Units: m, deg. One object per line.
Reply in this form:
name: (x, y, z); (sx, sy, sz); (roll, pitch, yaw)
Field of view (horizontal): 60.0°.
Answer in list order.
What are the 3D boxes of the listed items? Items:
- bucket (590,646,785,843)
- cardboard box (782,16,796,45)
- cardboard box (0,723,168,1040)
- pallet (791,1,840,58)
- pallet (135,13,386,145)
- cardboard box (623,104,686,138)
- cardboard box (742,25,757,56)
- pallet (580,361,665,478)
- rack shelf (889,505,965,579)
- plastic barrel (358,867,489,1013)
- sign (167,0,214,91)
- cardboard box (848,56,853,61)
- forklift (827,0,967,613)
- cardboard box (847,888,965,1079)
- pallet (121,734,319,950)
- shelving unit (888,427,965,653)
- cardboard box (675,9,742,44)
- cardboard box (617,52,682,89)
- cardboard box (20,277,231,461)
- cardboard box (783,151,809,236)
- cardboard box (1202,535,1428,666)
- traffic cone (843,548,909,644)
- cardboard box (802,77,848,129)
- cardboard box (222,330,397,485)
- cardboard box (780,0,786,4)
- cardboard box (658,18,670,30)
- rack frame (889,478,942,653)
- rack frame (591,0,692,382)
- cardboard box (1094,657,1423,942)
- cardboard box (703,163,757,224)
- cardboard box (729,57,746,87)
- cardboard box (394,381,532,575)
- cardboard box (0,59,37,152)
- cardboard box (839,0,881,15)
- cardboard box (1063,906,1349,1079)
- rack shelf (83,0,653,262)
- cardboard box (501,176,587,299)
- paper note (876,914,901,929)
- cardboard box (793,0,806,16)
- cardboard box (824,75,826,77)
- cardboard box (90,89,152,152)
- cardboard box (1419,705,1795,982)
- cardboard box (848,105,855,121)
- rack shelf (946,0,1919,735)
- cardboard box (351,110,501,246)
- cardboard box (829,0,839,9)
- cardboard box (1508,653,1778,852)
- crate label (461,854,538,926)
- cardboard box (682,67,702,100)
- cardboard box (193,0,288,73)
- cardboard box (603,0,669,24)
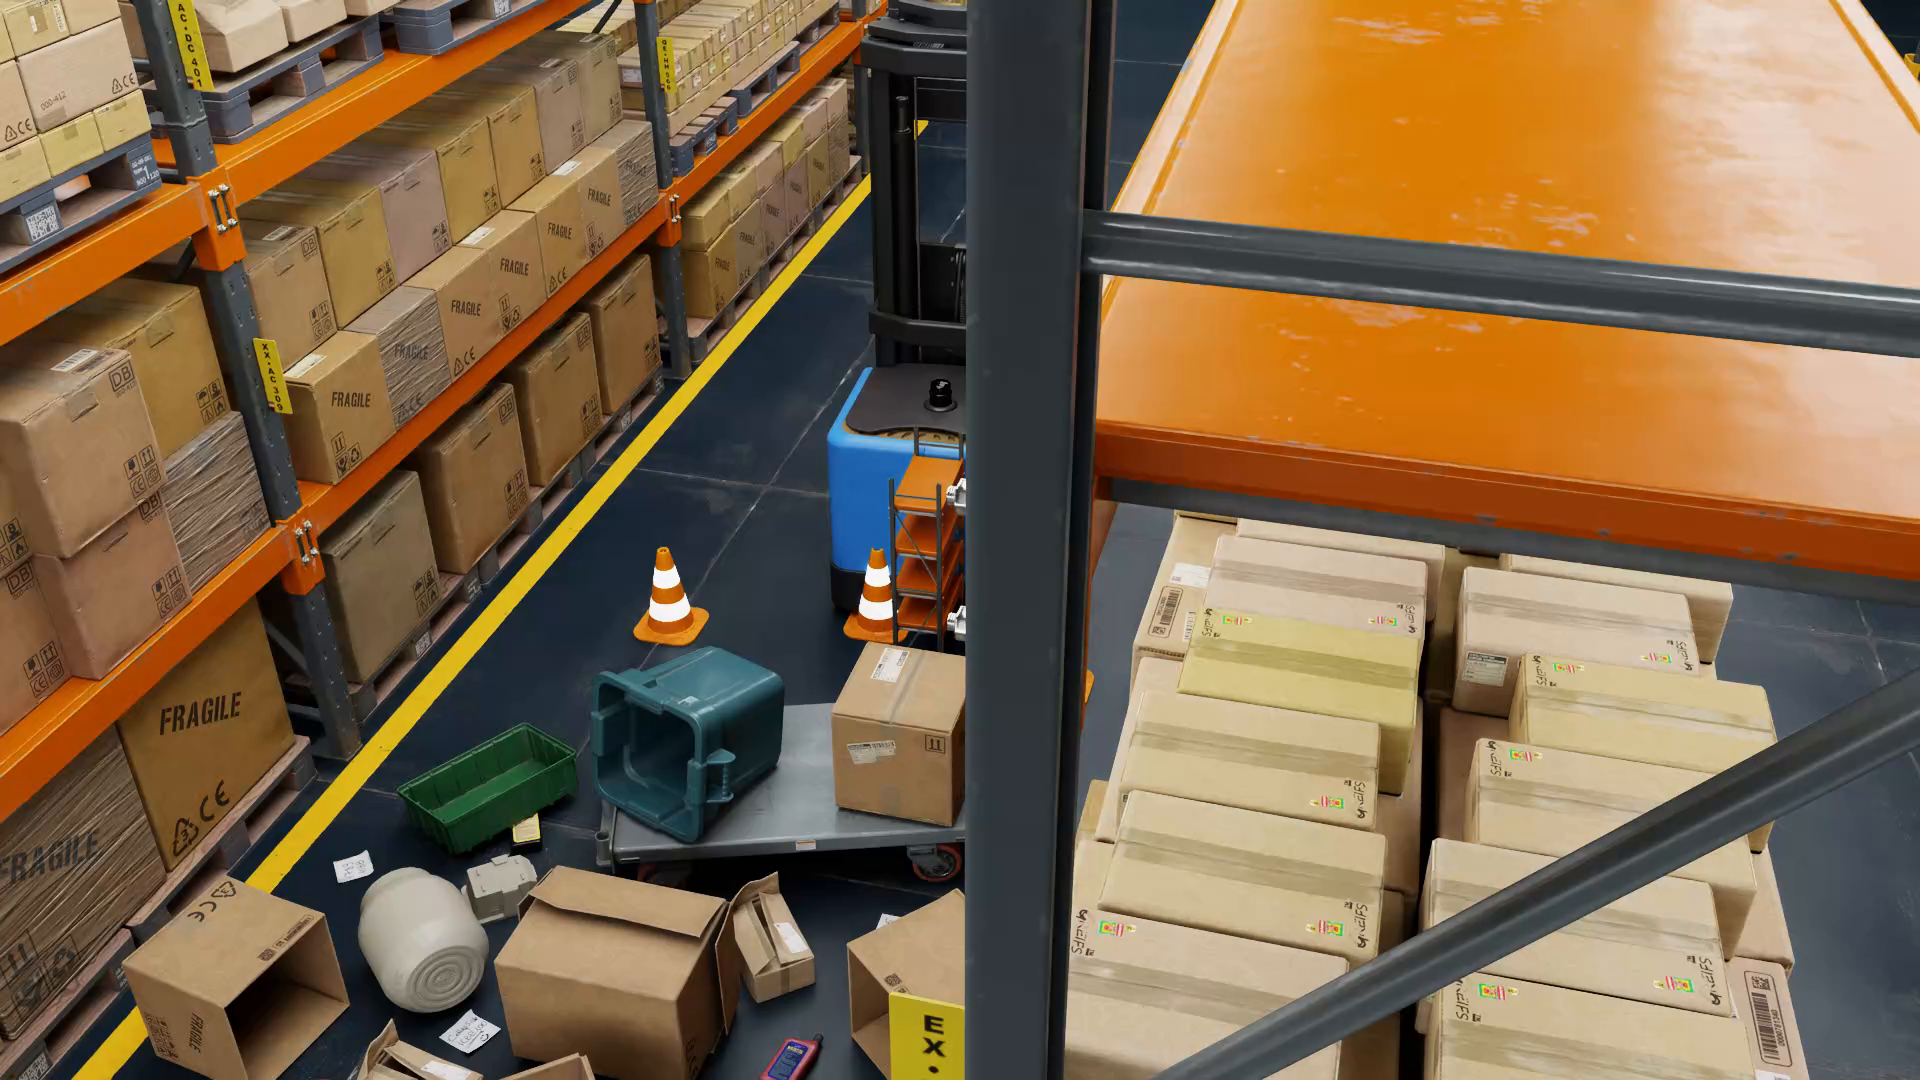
bucket: (-1.100, 0.792, 6.912); (0.726, 0.611, 0.620); (20, 28, 29)
cardboard box: (-1.434, -3.783, 12.317); (0.380, 0.149, 0.250); (7, 33, 10)
cardboard box: (-3.748, 1.172, 6.269); (0.875, 0.875, 0.875); (8, 33, 13)
pallet: (-1.600, -4.026, 13.035); (1.003, 0.211, 1.213); (8, 33, 12)
pallet: (-3.111, -2.000, 7.052); (0.805, 0.209, 1.217); (7, 33, 10)
cardboard box: (-1.972, -2.684, 10.588); (0.380, 0.149, 0.250); (8, 33, 12)
cardboard box: (-1.638, -3.497, 11.590); (0.380, 0.149, 0.250); (8, 33, 12)
pallet: (-2.554, -0.832, 10.432); (1.003, 0.211, 1.213); (8, 33, 12)
rack shelf: (-0.153, -0.018, 7.938); (0.258, 0.148, 0.480); (7, 33, 10)
plastic barrel: (-2.100, 1.553, 6.483); (0.421, 0.421, 0.512); (-21, 38, -29)
sign: (-2.759, -1.775, 5.964); (0.100, 0.325, 0.005); (8, 33, 12)
cardboard box: (-0.790, -4.271, 14.953); (0.380, 0.149, 0.250); (7, 33, 11)
forklift: (0.125, -1.568, 9.054); (1.130, 2.935, 3.031); (6, 33, 10)
cardboard box: (-0.070, 1.714, 6.156); (0.500, 0.500, 0.500); (-21, 38, -29)
pallet: (-3.564, 1.228, 7.191); (1.003, 0.211, 1.213); (8, 33, 12)
shelving unit: (-0.153, 0.114, 8.022); (0.258, 1.200, 0.503); (7, 33, 10)
cardboard box: (-1.709, -3.488, 11.299); (0.380, 0.149, 0.250); (10, 34, 15)
cardboard box: (-1.975, -2.946, 10.446); (0.380, 0.149, 0.250); (8, 33, 12)
cardboard box: (-3.423, -0.664, 6.423); (0.875, 0.550, 0.550); (8, 33, 12)
cardboard box: (-1.475, -2.656, 12.640); (0.500, 0.500, 0.500); (7, 33, 11)
cardboard box: (0.636, 0.139, 3.001); (0.380, 0.149, 0.250); (8, 33, 12)
traffic cone: (-0.415, 0.239, 8.512); (0.336, 0.463, 0.334); (8, 33, 12)
cardboard box: (-1.210, -3.502, 13.271); (0.500, 0.250, 0.500); (7, 33, 11)
cardboard box: (-2.902, -0.611, 7.391); (0.500, 0.500, 0.500); (8, 33, 13)
cardboard box: (-1.446, -4.034, 12.158); (0.380, 0.149, 0.250); (7, 33, 11)
cardboard box: (-2.271, -3.593, 11.741); (0.380, 0.149, 0.250); (9, 34, 14)
rack frame: (-0.203, 0.242, 7.820); (0.240, 1.200, 0.015); (7, 33, 10)
rack frame: (-2.281, -2.408, 10.312); (1.000, 3.000, 0.127); (8, 33, 12)
cardboard box: (0.514, 0.476, 2.842); (0.500, 0.250, 0.500); (8, 33, 12)
cardboard box: (-1.743, -2.435, 11.593); (0.500, 0.250, 0.500); (8, 33, 12)
cardboard box: (-1.703, -3.242, 11.466); (0.380, 0.149, 0.250); (9, 34, 14)
cardboard box: (-2.977, -0.395, 8.850); (1.050, 0.750, 0.750); (8, 33, 12)
cardboard box: (-3.301, -1.327, 5.193); (0.500, 0.250, 0.500); (8, 33, 12)
cardboard box: (-0.877, -4.480, 13.805); (0.380, 0.149, 0.250); (9, 34, 14)
cardboard box: (0.303, 0.653, 2.192); (0.380, 0.149, 0.250); (8, 33, 13)
rack shelf: (-2.788, -2.332, 8.067); (1.077, 0.370, 4.000); (8, 33, 12)
cardboard box: (-2.390, -1.662, 9.045); (0.500, 0.500, 0.500); (7, 33, 12)
paper note: (-0.267, 1.585, 6.798); (0.148, 0.019, 0.142); (8, 33, 12)
cardboard box: (-1.372, -4.039, 12.443); (0.380, 0.149, 0.250); (7, 33, 11)
cardboard box: (-1.401, -4.067, 14.633); (0.380, 0.149, 0.250); (8, 33, 13)
cardboard box: (-3.079, -1.479, 5.804); (0.380, 0.149, 0.250); (8, 33, 12)
cardboard box: (1.025, 0.552, 2.722); (0.500, 0.250, 0.500); (8, 33, 12)
cardboard box: (-0.864, -3.728, 14.376); (0.380, 0.149, 0.250); (10, 34, 15)
rack shelf: (1.010, -0.900, 3.021); (1.077, 0.370, 4.000); (8, 33, 12)
cardboard box: (-2.789, -1.846, 8.403); (0.700, 0.500, 0.500); (8, 33, 12)
cardboard box: (-1.175, -4.322, 13.165); (0.380, 0.149, 0.250); (7, 33, 11)
cardboard box: (1.098, 0.338, 2.688); (0.380, 0.149, 0.250); (8, 33, 12)
crate label: (-1.916, 1.441, 6.926); (0.298, 0.136, 0.250); (-14, 35, -21)
cardboard box: (-1.897, -2.969, 10.760); (0.380, 0.149, 0.250); (10, 34, 15)
cardboard box: (-2.901, -2.040, 6.578); (0.258, 0.266, 0.396); (7, 33, 12)
cardboard box: (-2.269, -3.718, 11.660); (0.380, 0.149, 0.250); (10, 34, 15)
